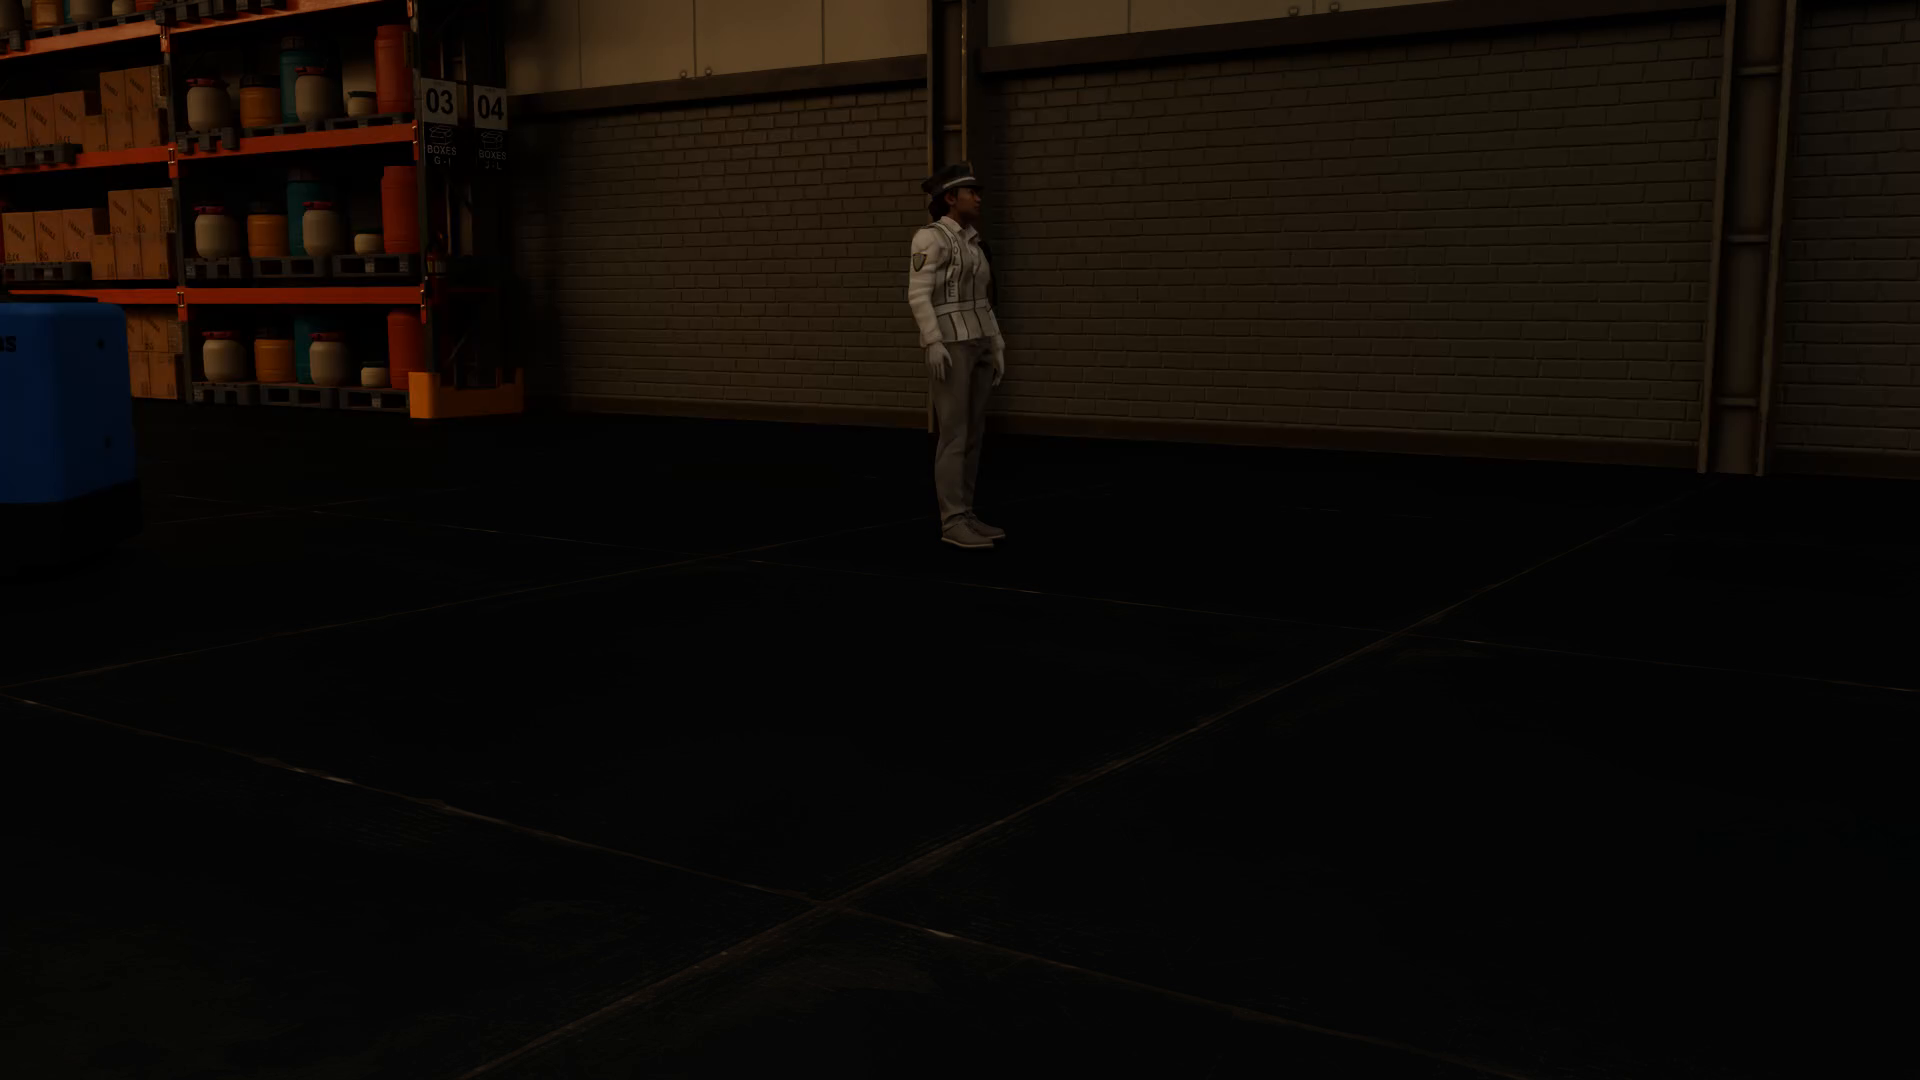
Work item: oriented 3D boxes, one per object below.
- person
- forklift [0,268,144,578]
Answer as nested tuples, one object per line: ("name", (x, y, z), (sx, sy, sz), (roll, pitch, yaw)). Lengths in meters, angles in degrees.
("person", (0.053, -0.840, 7.439), (0.530, 1.694, 0.586), (5, 10, 34))
("forklift", (-5.022, -1.319, 6.471), (3.031, 2.935, 1.130), (-1, 8, -10))
